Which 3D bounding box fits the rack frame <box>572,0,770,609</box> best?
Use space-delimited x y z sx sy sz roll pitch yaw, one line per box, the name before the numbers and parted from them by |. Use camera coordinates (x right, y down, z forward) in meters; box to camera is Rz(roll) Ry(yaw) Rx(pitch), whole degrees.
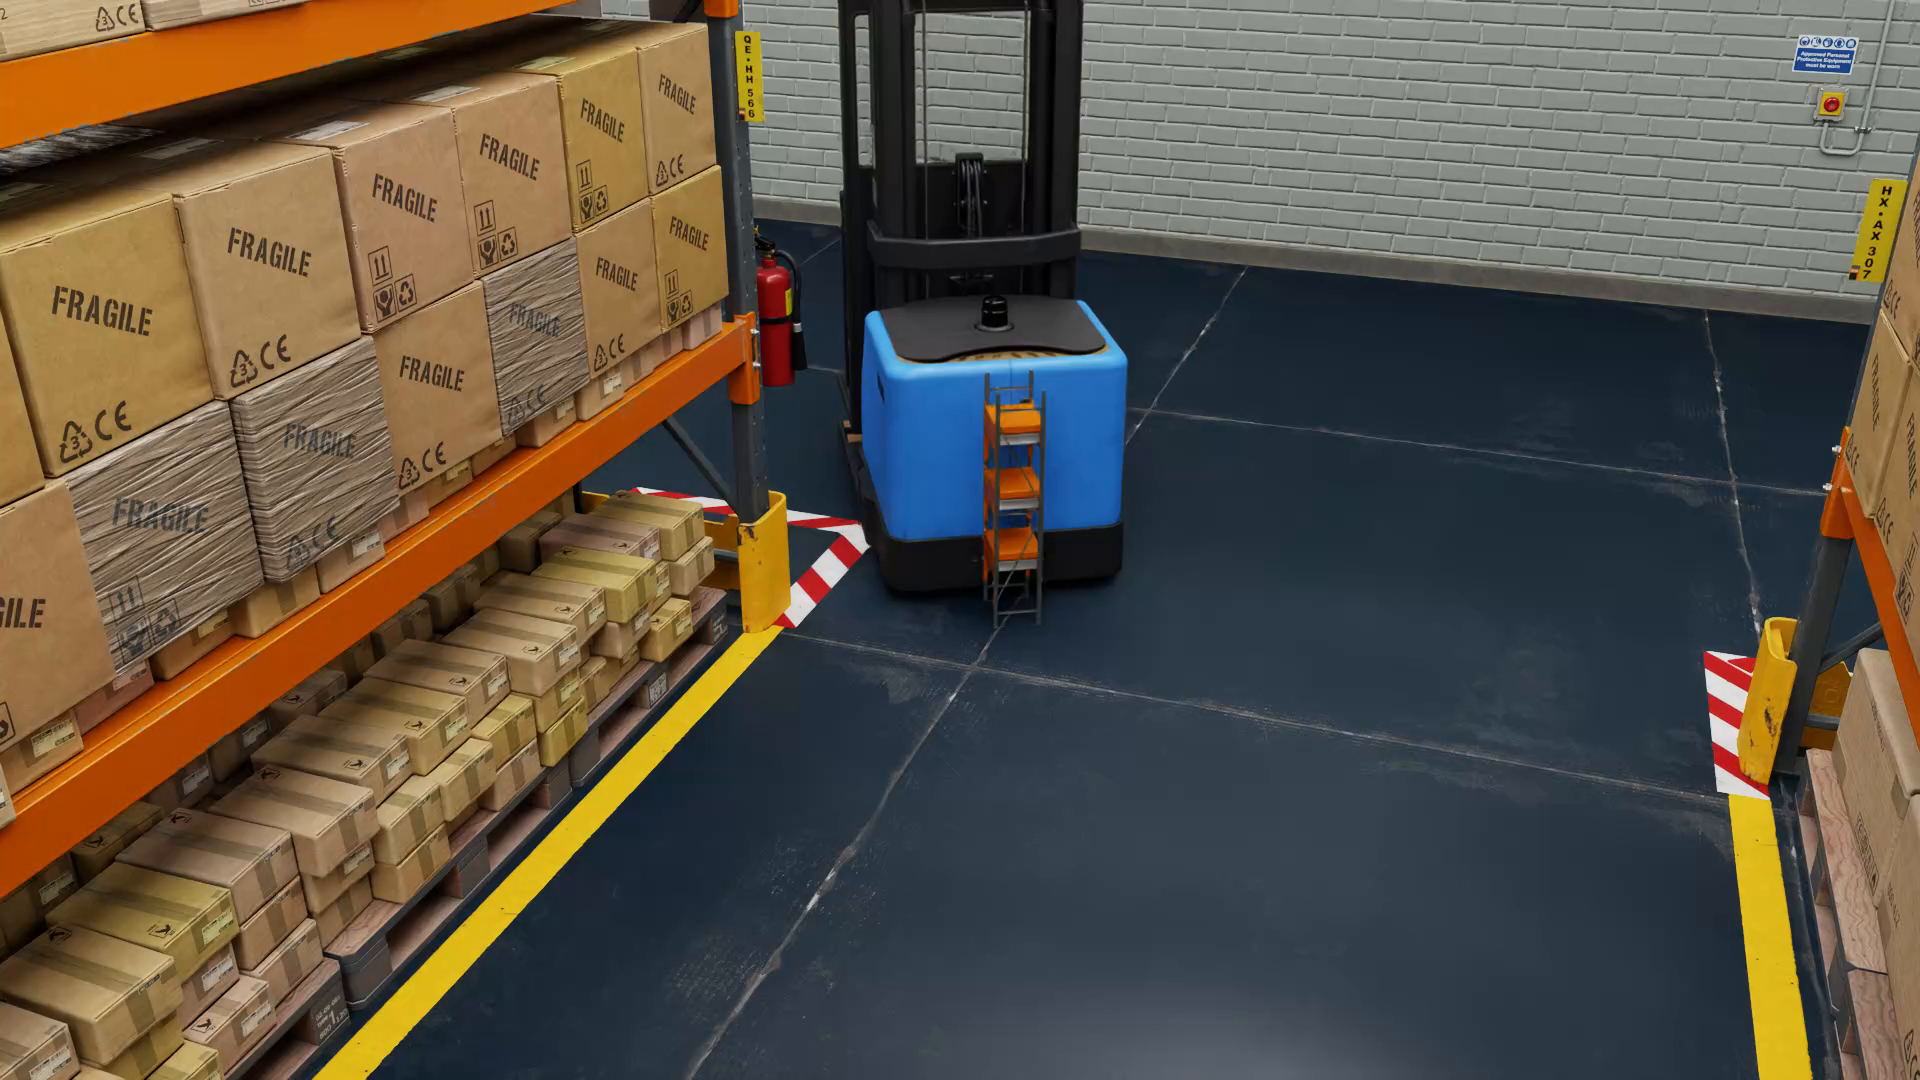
rack frame | -1.295 -1.139 6.661 1.000 3.000 0.127 9 27 17

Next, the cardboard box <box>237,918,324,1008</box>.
cardboard box | -2.042 1.165 4.691 0.380 0.149 0.250 8 27 16

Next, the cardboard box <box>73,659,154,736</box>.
cardboard box | -2.168 0.315 3.946 0.380 0.149 0.250 8 27 15

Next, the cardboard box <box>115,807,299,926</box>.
cardboard box | -2.065 0.893 4.570 0.380 0.149 0.250 8 27 16

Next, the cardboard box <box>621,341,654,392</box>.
cardboard box | -1.324 -0.649 5.937 0.380 0.149 0.250 8 27 17

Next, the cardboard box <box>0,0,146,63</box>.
cardboard box | -2.065 -1.137 3.386 0.500 0.250 0.500 8 27 17

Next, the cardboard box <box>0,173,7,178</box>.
cardboard box | -2.557 -0.570 3.881 0.500 0.500 0.500 8 27 16

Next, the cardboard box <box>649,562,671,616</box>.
cardboard box | -1.339 0.179 6.386 0.380 0.149 0.250 8 27 16

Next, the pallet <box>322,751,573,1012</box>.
pallet | -2.031 0.976 5.493 1.003 0.211 1.213 9 27 17

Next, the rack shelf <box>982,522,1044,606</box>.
rack shelf | 0.220 0.101 6.999 0.215 0.259 0.240 -4 26 -9

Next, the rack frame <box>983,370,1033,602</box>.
rack frame | 0.200 -0.211 6.982 0.200 1.050 0.008 -4 26 -9

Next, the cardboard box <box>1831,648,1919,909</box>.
cardboard box | 3.282 0.787 5.141 0.875 0.438 0.875 8 27 16

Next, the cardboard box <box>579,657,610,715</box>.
cardboard box | -1.502 0.521 6.021 0.380 0.149 0.250 9 27 18

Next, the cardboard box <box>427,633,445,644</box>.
cardboard box | -2.040 0.429 5.869 0.380 0.149 0.250 7 27 15

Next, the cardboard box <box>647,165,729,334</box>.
cardboard box | -1.201 -1.096 6.116 0.500 0.500 0.500 9 27 18

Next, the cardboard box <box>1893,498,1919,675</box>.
cardboard box | 2.648 0.066 4.057 0.500 0.500 0.500 9 27 17

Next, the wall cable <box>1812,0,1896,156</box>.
wall cable | 5.261 -3.255 9.828 0.585 1.953 0.123 9 27 17

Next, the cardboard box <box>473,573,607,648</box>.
cardboard box | -1.482 0.259 5.881 0.380 0.149 0.250 8 27 15

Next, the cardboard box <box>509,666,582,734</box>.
cardboard box | -1.533 0.508 5.707 0.380 0.149 0.250 9 27 18

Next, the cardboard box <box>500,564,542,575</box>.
cardboard box | -1.855 0.104 6.542 0.380 0.149 0.250 9 27 17

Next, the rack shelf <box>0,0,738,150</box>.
rack shelf | -1.960 -1.344 4.466 1.077 0.370 4.000 9 27 17

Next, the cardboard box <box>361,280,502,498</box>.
cardboard box | -1.713 -0.472 4.827 0.500 0.500 0.500 10 28 20

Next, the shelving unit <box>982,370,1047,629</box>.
shelving unit | 0.220 -0.159 6.874 0.215 1.050 0.252 -4 26 -9

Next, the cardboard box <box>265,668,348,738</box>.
cardboard box | -2.202 0.514 5.353 0.380 0.149 0.250 9 27 18

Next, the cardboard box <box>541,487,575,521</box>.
cardboard box | -1.789 -0.147 6.718 0.380 0.149 0.250 8 27 15

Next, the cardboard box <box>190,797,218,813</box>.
cardboard box | -2.427 0.867 4.965 0.380 0.149 0.250 9 27 19

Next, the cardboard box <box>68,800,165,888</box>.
cardboard box | -2.469 0.838 4.685 0.380 0.149 0.250 10 27 19

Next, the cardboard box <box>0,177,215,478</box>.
cardboard box | -2.088 -0.490 3.716 0.500 0.500 0.500 8 27 16

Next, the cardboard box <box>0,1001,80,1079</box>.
cardboard box | -2.316 1.219 3.896 0.380 0.149 0.250 10 28 20

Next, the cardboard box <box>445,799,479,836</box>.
cardboard box | -1.793 0.838 5.367 0.380 0.149 0.250 10 27 19

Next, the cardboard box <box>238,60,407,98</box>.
cardboard box | -2.050 -1.203 5.190 0.500 0.500 0.500 8 27 16

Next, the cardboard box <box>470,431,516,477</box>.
cardboard box | -1.648 -0.335 5.287 0.380 0.149 0.250 8 27 15

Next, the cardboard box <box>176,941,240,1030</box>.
cardboard box | -2.157 1.140 4.402 0.380 0.149 0.250 9 27 17

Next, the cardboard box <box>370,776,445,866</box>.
cardboard box | -1.807 0.825 5.052 0.380 0.149 0.250 9 27 17

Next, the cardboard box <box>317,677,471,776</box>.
cardboard box | -1.772 0.581 5.215 0.380 0.149 0.250 9 27 18

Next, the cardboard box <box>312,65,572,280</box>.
cardboard box | -1.545 -1.121 5.019 0.500 0.500 0.500 10 28 20

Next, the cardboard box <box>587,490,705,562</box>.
cardboard box | -1.232 -0.058 6.536 0.380 0.149 0.250 9 27 18

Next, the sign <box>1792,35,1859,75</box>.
sign | 5.236 -2.937 10.064 0.327 0.218 0.001 9 27 17

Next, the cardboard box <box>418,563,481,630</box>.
cardboard box | -1.977 0.183 6.037 0.380 0.149 0.250 7 27 15

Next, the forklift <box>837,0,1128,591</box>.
forklift | -0.037 -1.715 7.929 1.130 2.935 3.031 -4 26 -9

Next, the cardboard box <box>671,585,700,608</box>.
cardboard box | -1.273 0.202 6.681 0.380 0.149 0.250 9 27 18

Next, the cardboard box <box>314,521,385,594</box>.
cardboard box | -1.830 0.001 4.595 0.380 0.149 0.250 10 28 20

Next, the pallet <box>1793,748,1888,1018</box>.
pallet | 3.215 1.132 5.169 1.003 0.211 1.213 9 27 17

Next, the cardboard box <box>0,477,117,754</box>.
cardboard box | -2.223 0.159 3.524 0.500 0.500 0.500 8 27 16
